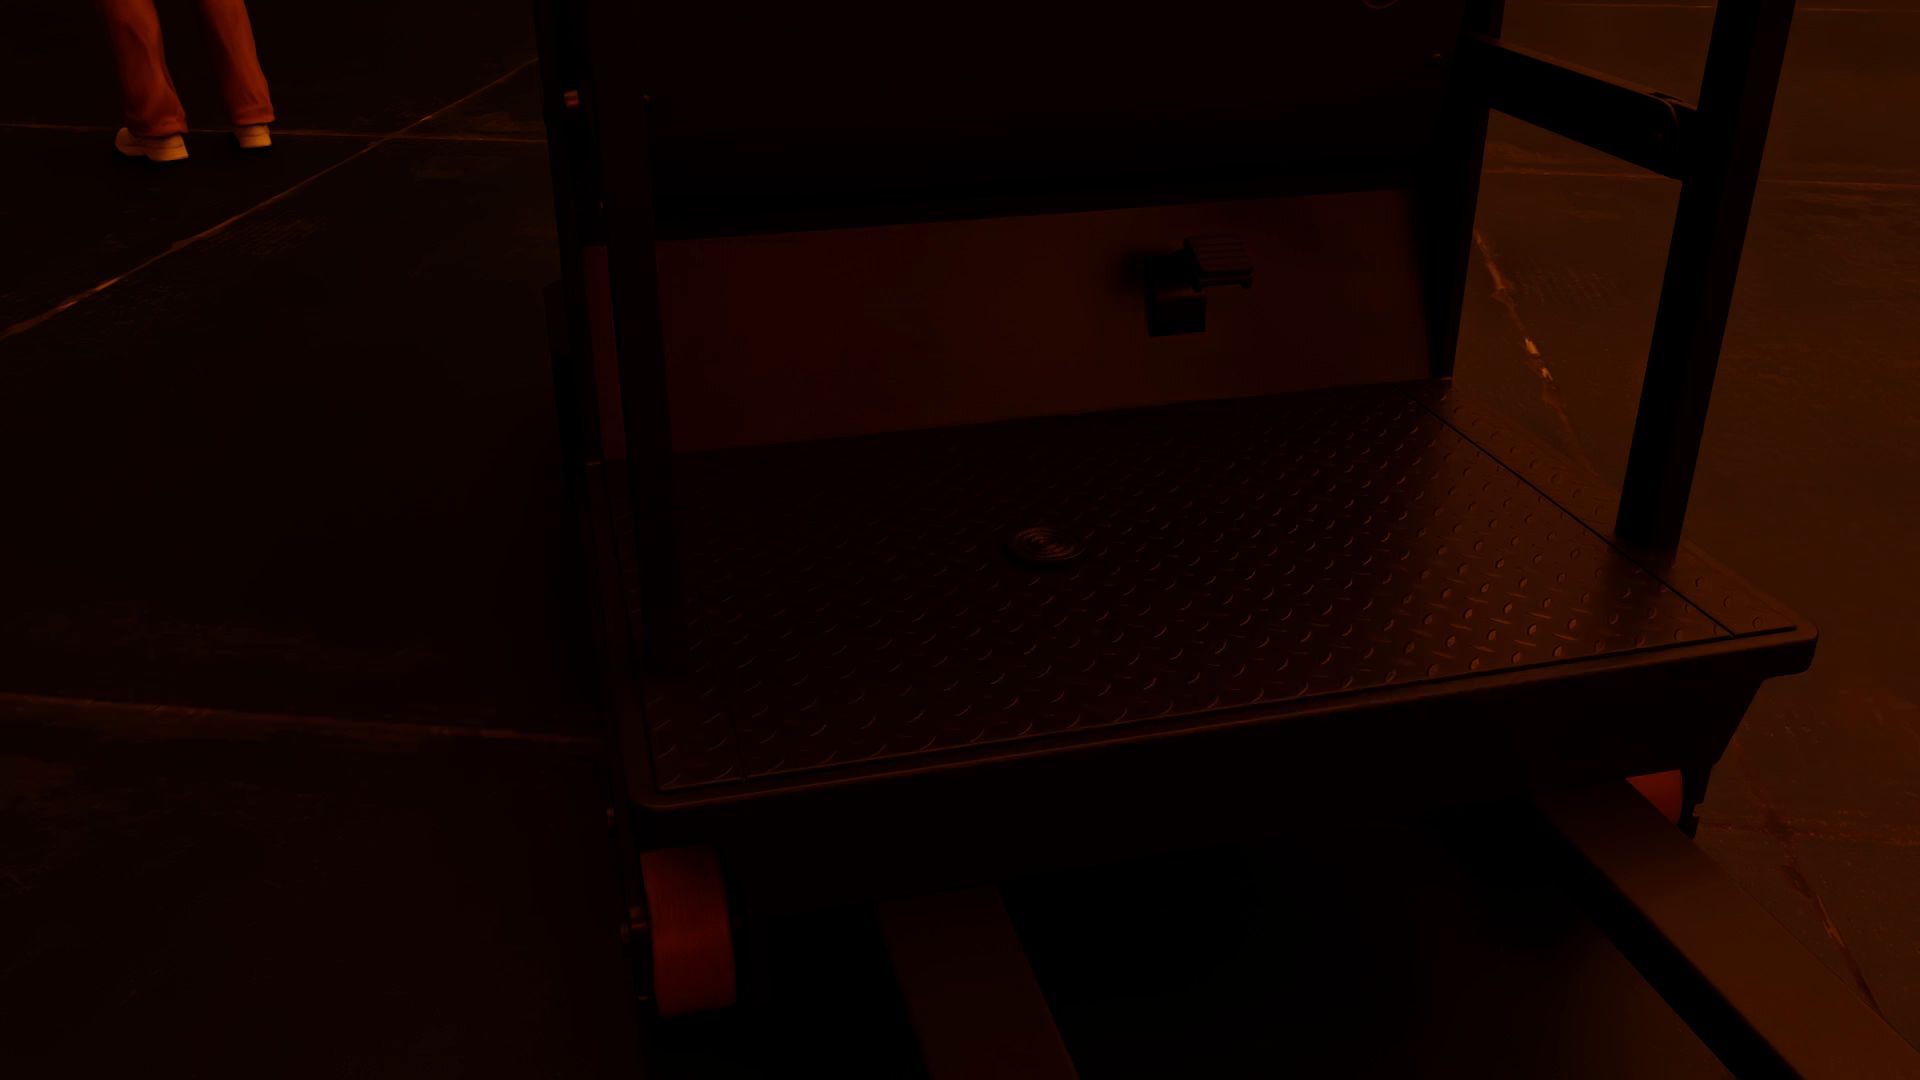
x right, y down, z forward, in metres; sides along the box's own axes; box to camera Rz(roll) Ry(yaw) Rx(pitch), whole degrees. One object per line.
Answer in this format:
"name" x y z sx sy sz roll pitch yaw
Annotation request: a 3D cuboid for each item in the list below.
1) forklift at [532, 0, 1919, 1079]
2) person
"forklift" 0.153 -1.049 1.319 1.130 2.935 3.031 -7 27 -13
"person" -2.164 -1.848 4.333 0.499 1.672 0.363 -22 34 -36
